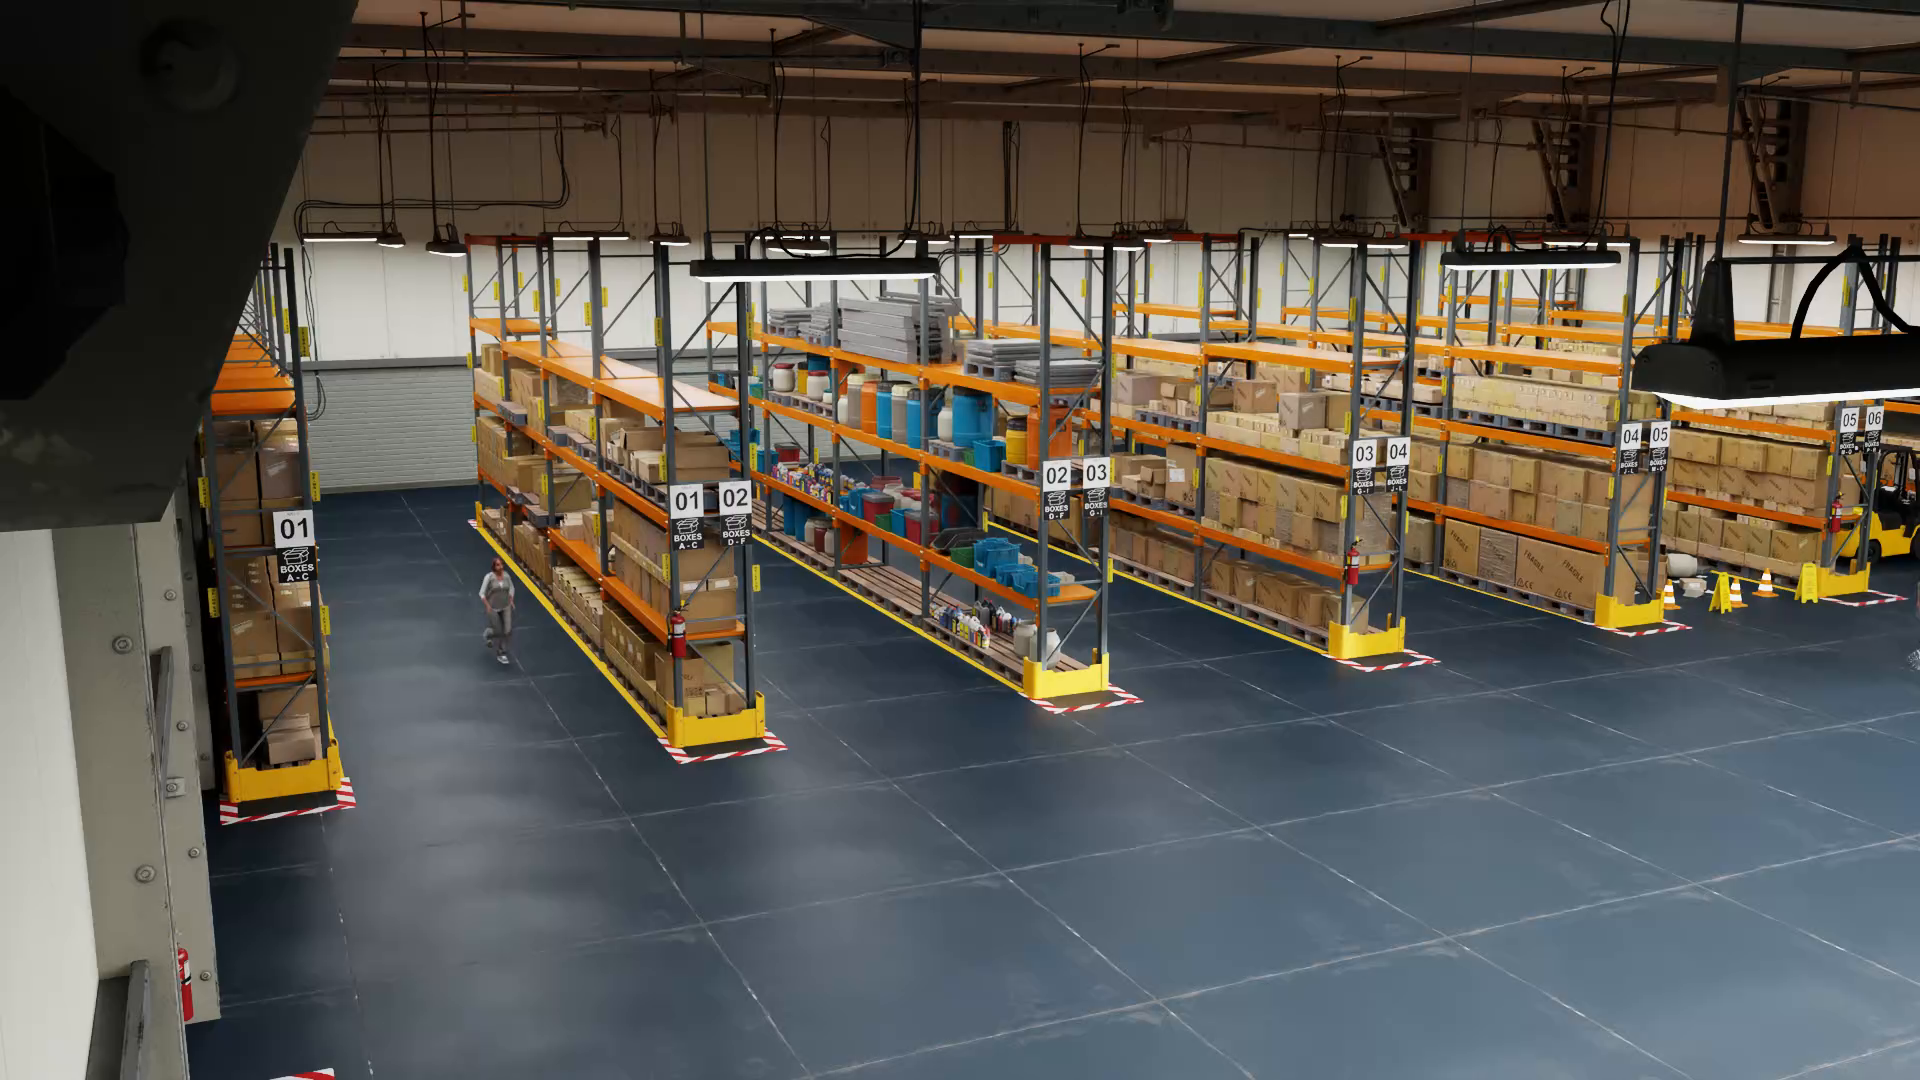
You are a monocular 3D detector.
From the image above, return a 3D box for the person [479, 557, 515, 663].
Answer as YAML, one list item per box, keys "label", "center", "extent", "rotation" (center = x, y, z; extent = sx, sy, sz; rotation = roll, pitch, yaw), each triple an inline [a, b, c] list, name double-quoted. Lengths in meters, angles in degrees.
- label: "person"
  center: [-6.687, 0.985, 24.023]
  extent: [0.522, 1.554, 0.598]
  rotation: [-8, 14, -36]

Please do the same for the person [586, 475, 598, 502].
- label: "person"
  center: [-7.935, -1.302, 35.422]
  extent: [0.624, 1.731, 0.805]
  rotation: [8, 14, 36]
